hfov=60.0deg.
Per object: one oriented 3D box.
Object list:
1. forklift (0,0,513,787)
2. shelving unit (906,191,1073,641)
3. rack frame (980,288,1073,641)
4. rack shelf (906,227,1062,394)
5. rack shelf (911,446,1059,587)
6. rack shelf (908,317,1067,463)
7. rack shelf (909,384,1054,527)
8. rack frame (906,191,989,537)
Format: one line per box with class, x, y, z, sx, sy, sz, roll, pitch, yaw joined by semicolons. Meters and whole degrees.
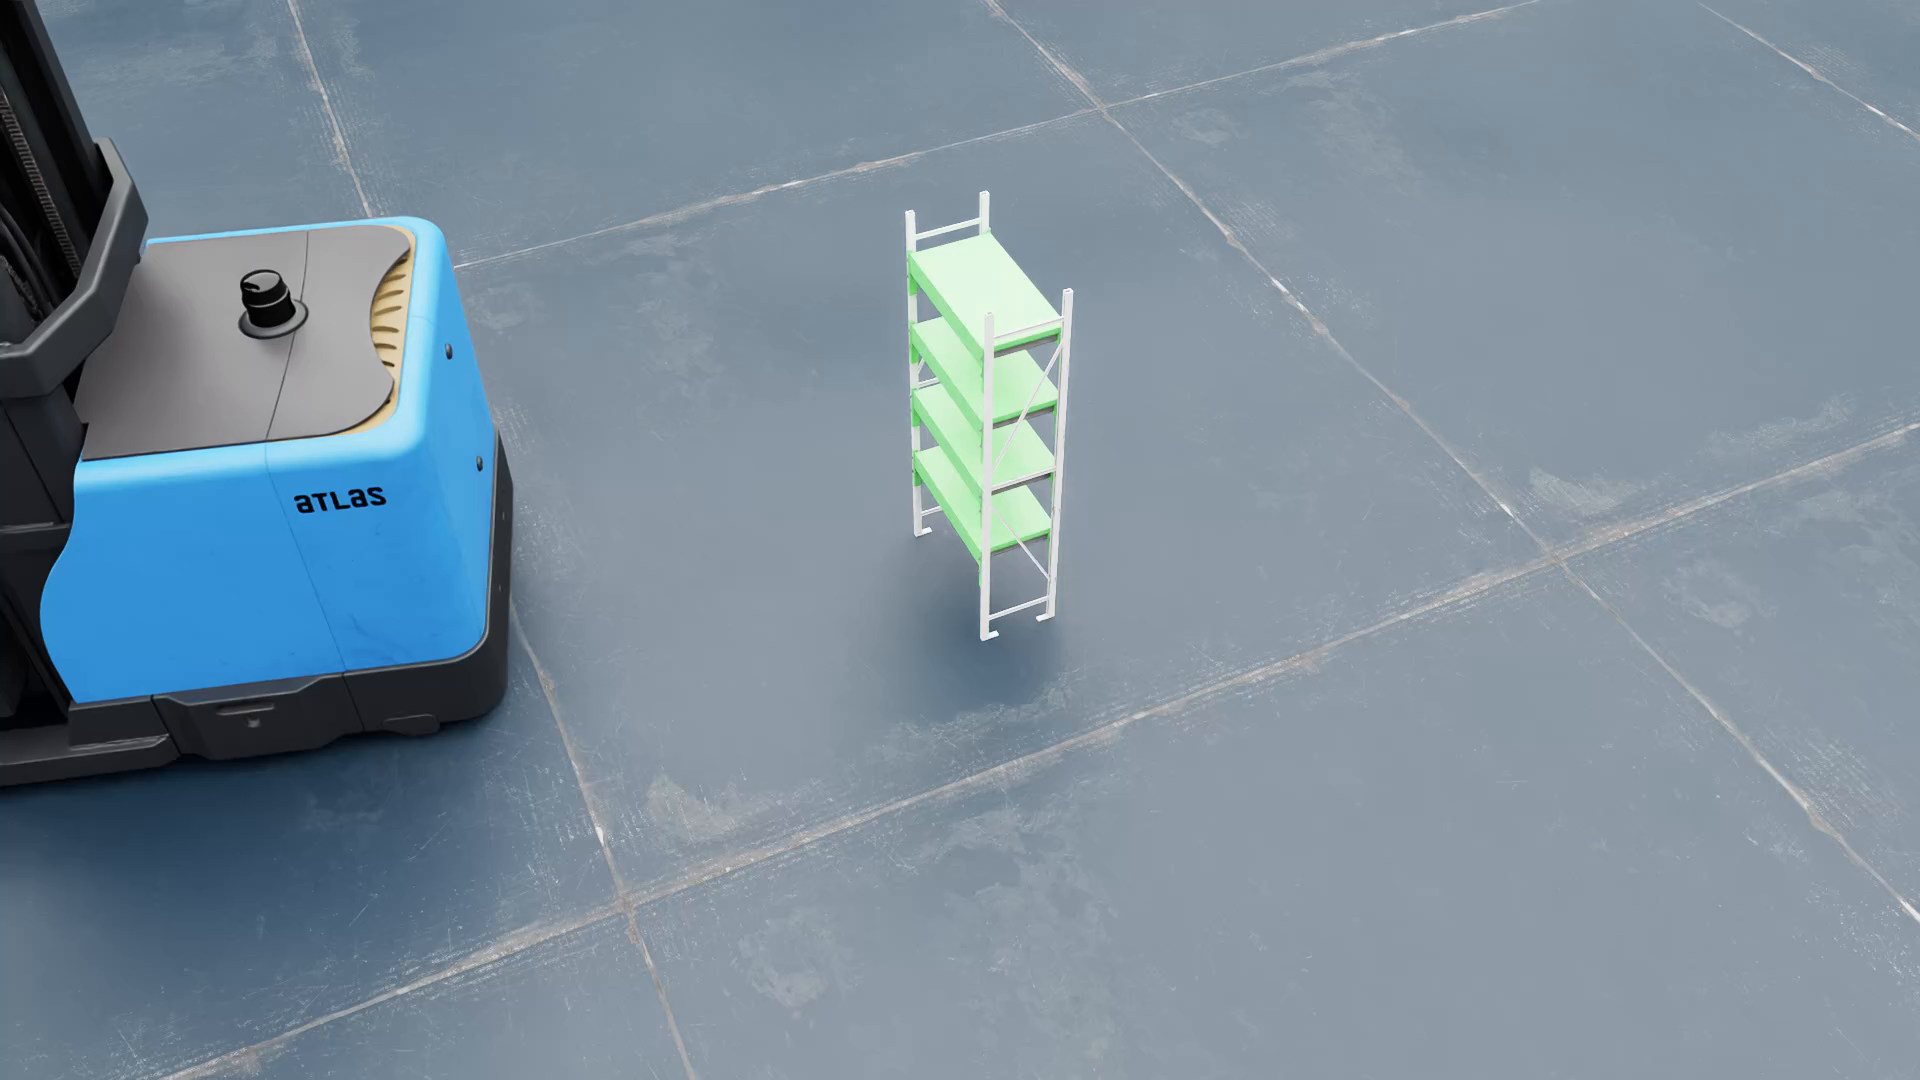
forklift;-2.854;-0.694;3.866;3.031;2.935;1.130;-7;45;-7
shelving unit;0.070;-0.322;4.722;0.258;1.200;0.503;-18;47;-17
rack frame;0.172;-0.166;4.564;0.240;1.200;0.015;-18;47;-17
rack shelf;0.070;-0.618;4.429;0.258;0.148;0.480;-18;47;-17
rack shelf;0.070;-0.105;4.935;0.258;0.148;0.480;-18;47;-17
rack shelf;0.070;-0.447;4.598;0.258;0.148;0.480;-18;47;-17
rack shelf;0.070;-0.276;4.767;0.258;0.148;0.480;-18;47;-17
rack frame;-0.033;-0.477;4.879;0.240;1.200;0.015;-18;47;-17
